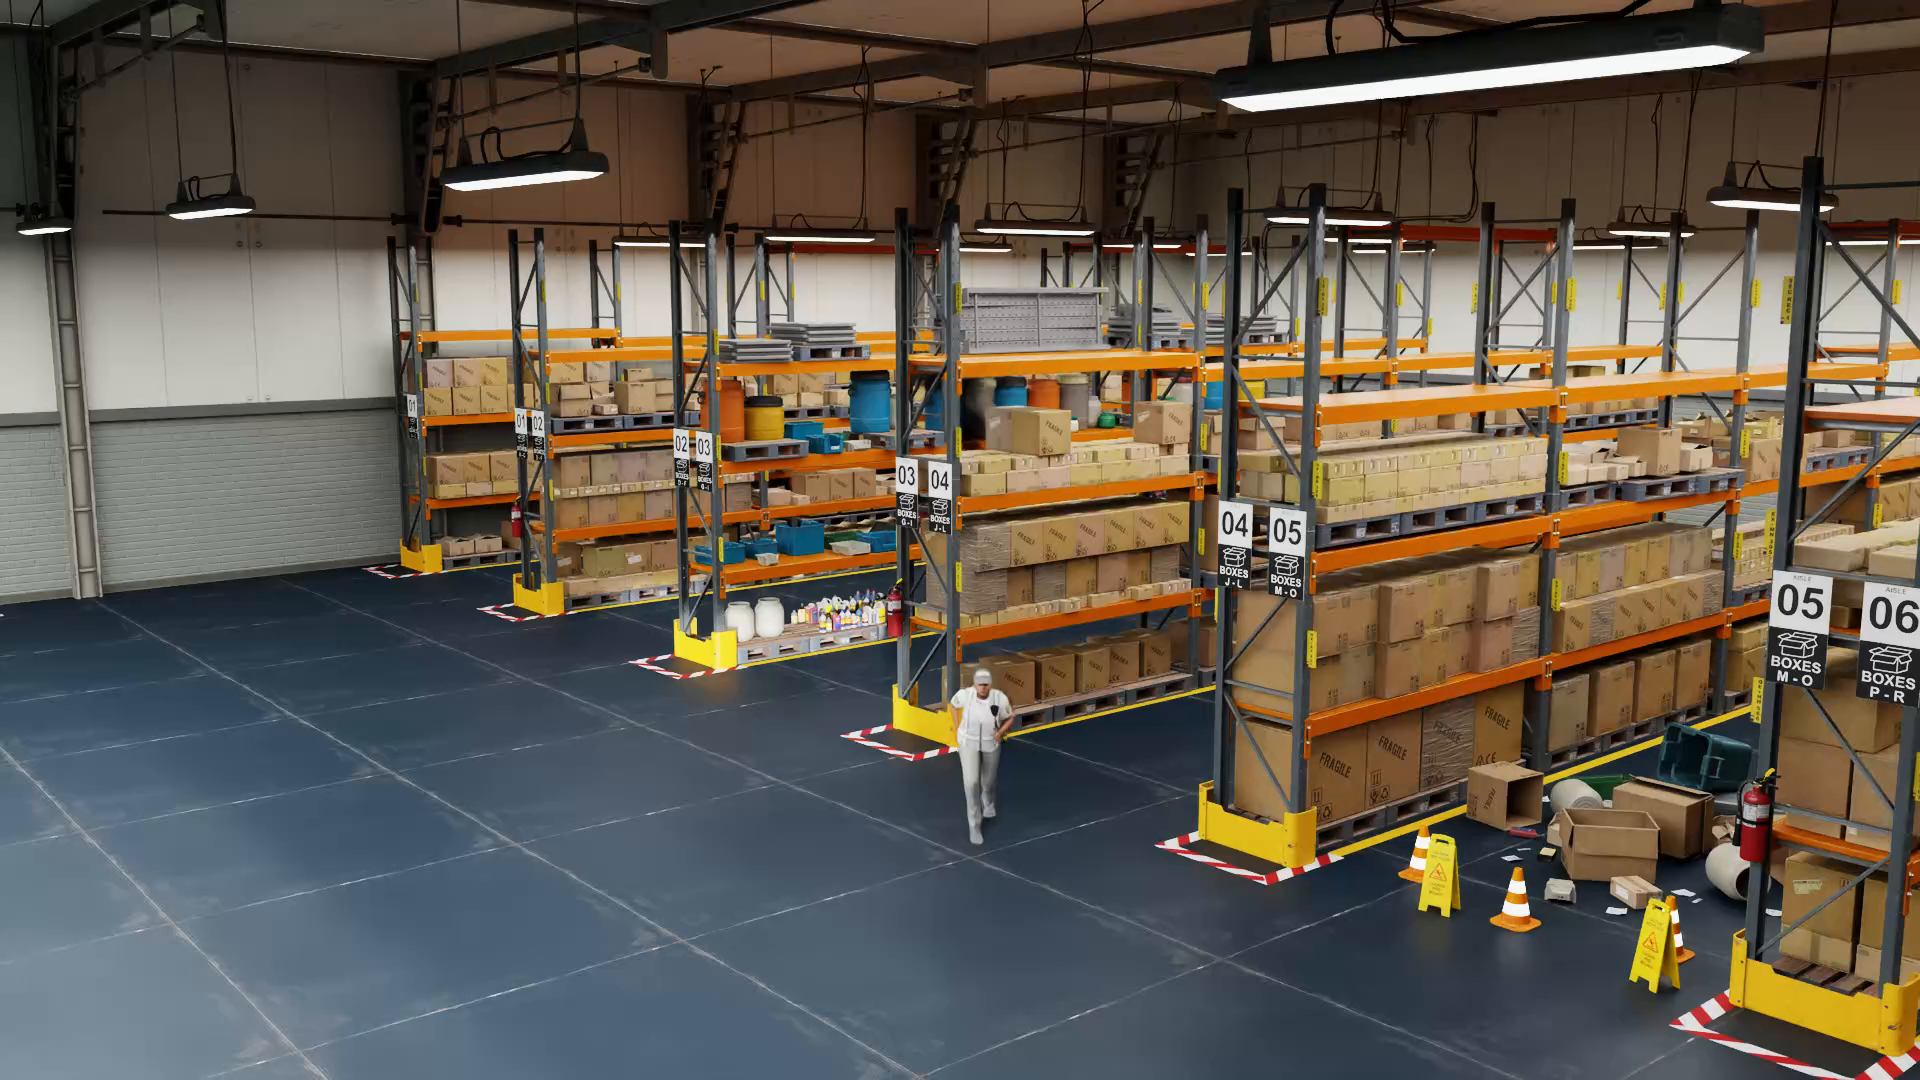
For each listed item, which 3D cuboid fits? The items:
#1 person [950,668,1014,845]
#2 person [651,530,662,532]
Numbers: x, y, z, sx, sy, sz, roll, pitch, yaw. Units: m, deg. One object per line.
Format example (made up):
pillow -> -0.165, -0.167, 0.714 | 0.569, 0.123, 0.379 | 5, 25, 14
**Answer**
person -> 0.205, 1.975, 15.768 | 0.600, 1.667, 0.892 | 0, 9, -1
person -> -5.430, -0.218, 29.934 | 0.875, 1.593, 0.536 | -9, 12, -44
